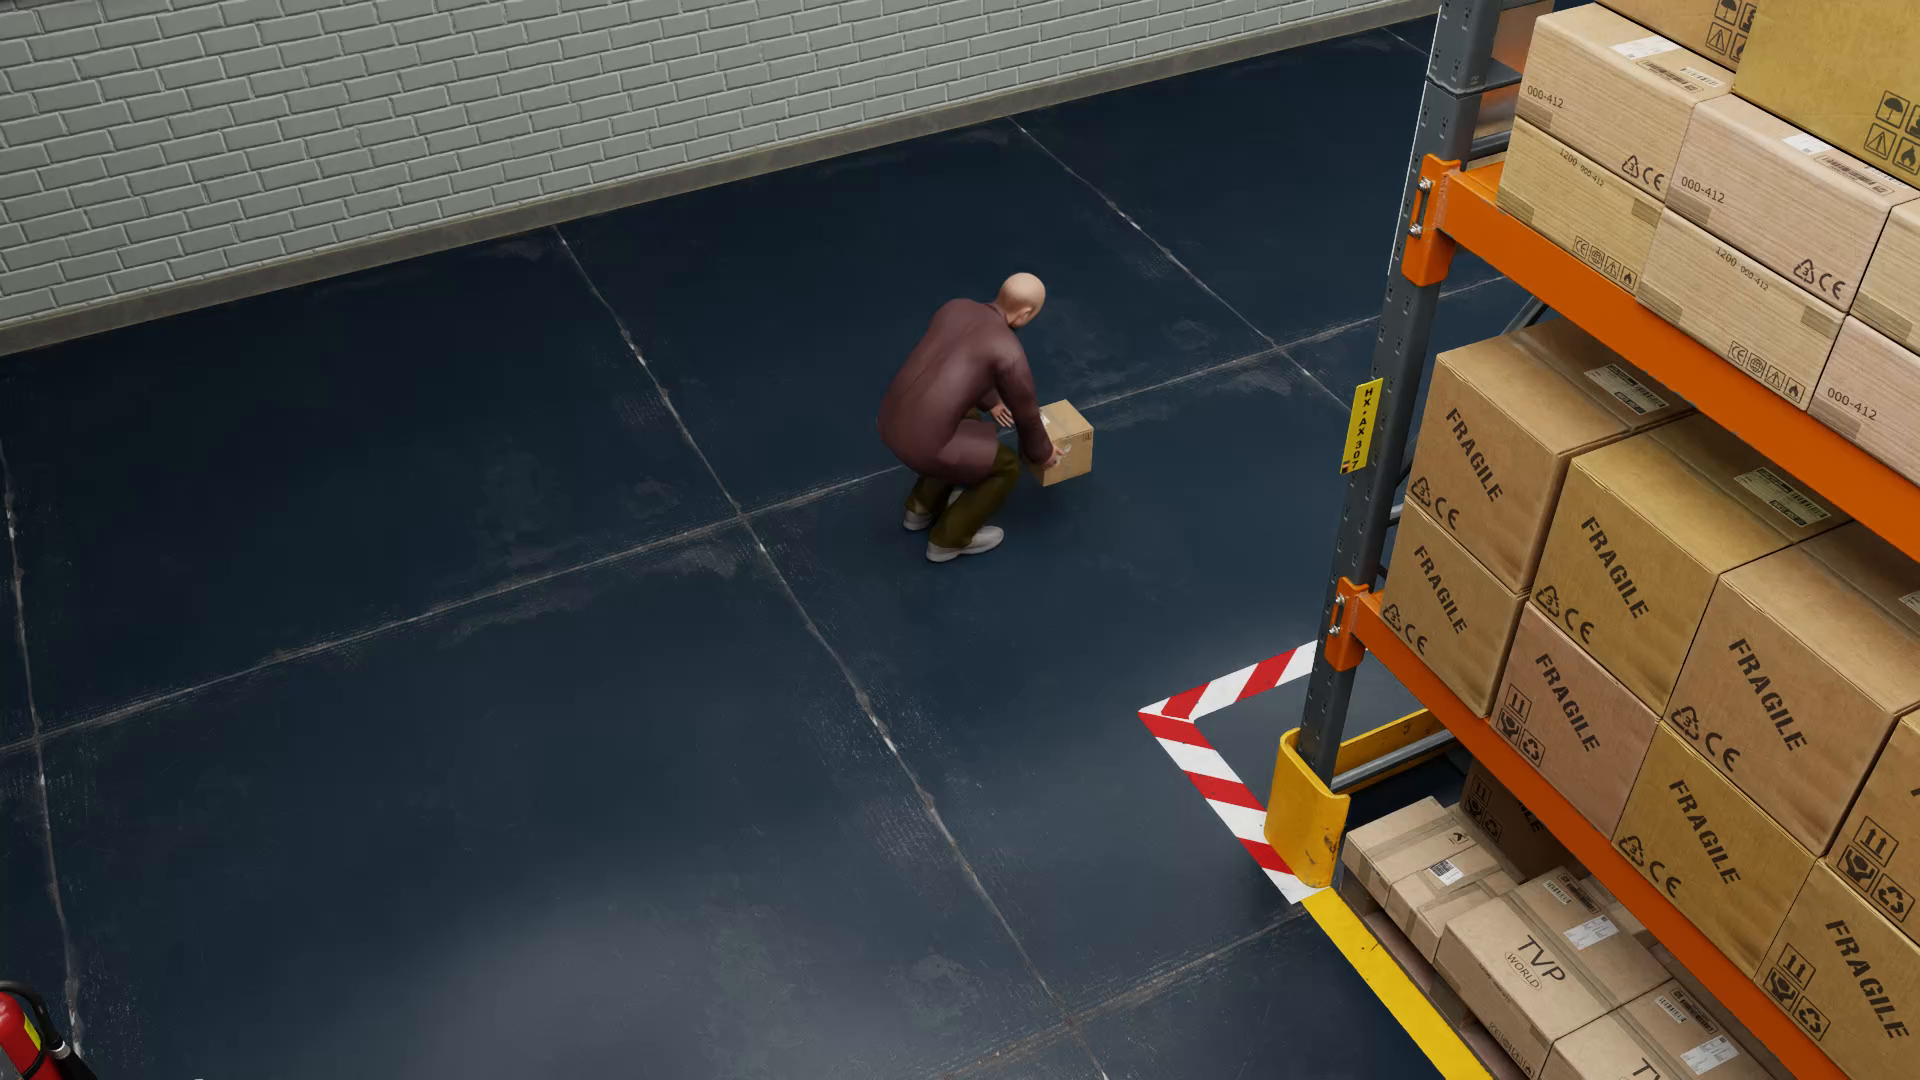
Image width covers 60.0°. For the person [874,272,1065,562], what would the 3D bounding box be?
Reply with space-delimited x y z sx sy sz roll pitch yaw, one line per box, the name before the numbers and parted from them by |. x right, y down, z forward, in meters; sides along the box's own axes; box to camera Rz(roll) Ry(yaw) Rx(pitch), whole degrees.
person | 0.012 -0.499 7.260 0.809 1.113 0.629 -19 44 -21
